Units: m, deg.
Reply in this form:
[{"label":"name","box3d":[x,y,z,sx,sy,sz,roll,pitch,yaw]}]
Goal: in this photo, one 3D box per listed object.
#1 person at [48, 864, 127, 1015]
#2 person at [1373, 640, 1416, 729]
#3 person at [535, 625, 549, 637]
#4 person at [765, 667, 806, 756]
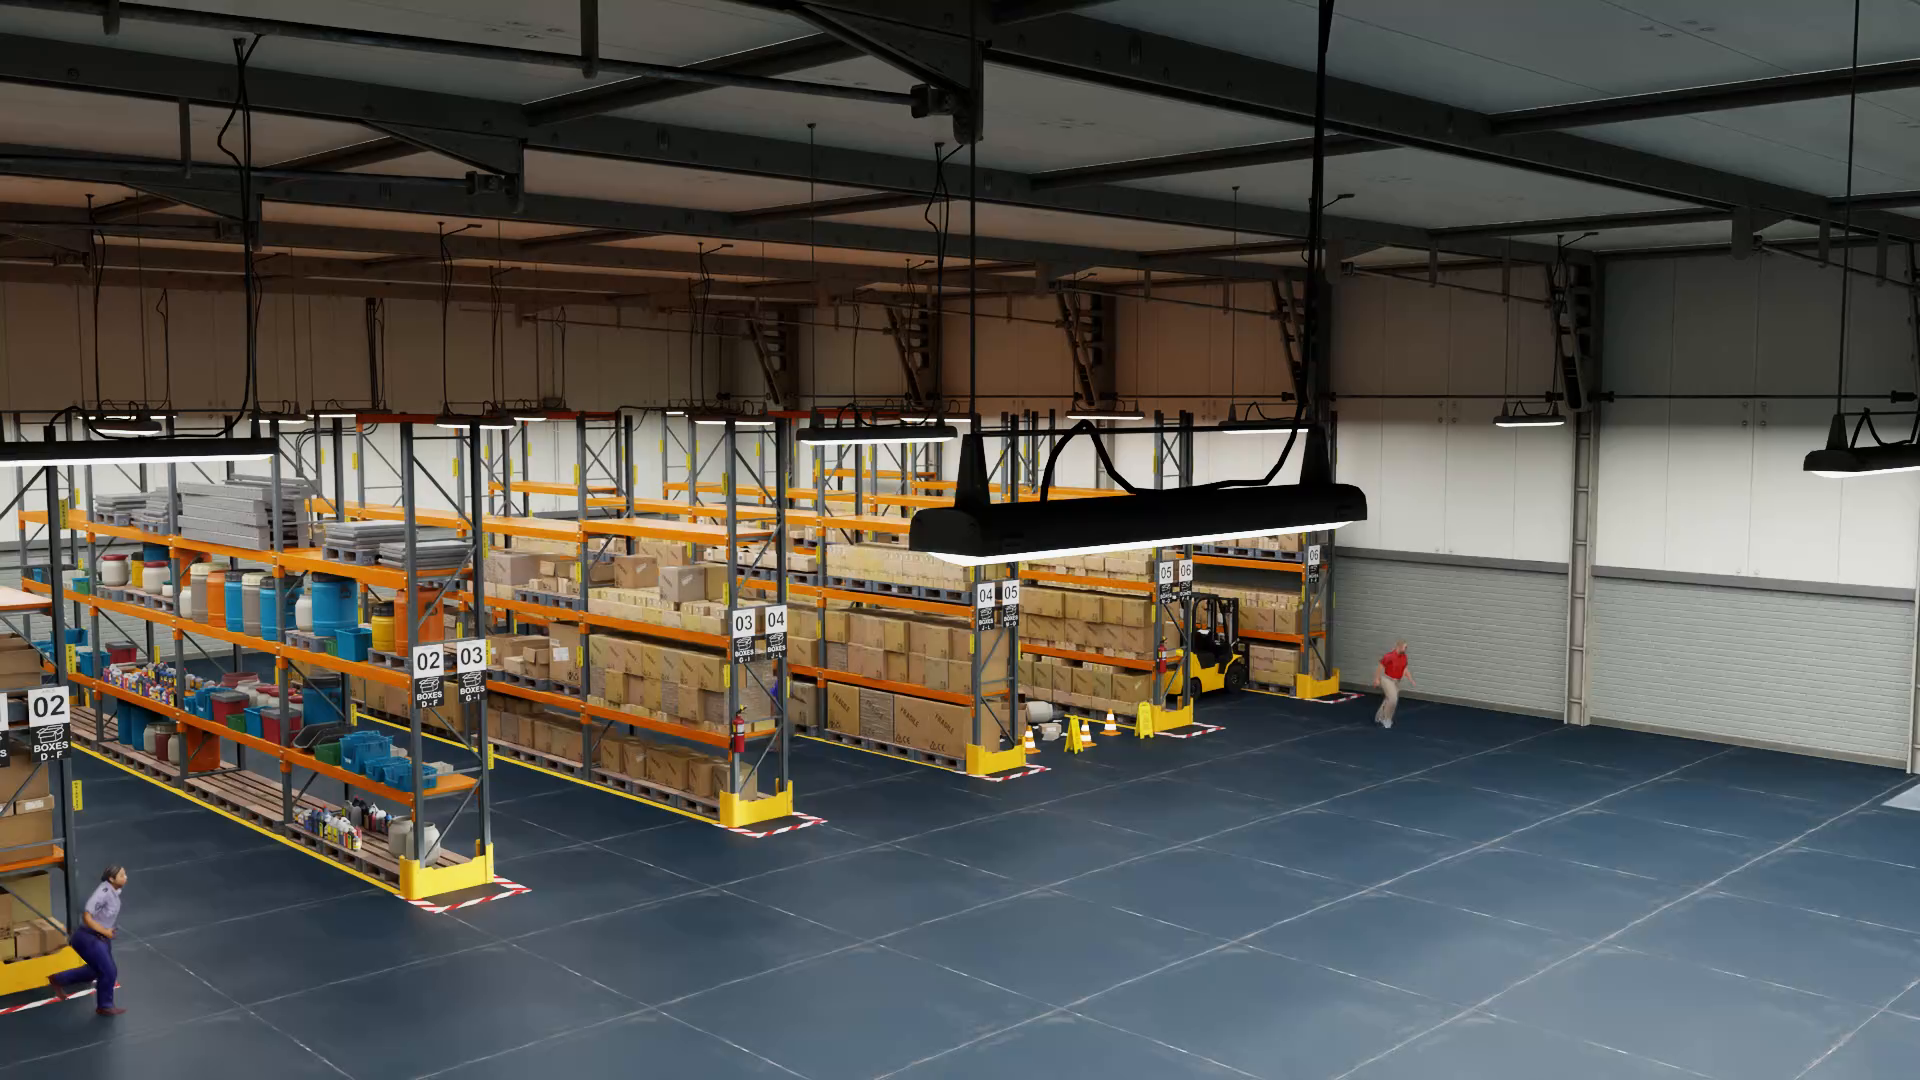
[{"label":"person","box3d":[-8.896,4.101,16.939,0.810,1.601,0.602,-1,5,-7]},{"label":"person","box3d":[8.277,2.747,31.871,0.650,1.689,0.762,-4,6,-37]},{"label":"person","box3d":[-10.378,1.924,41.333,0.634,1.644,0.748,3,6,28]},{"label":"person","box3d":[-3.095,3.023,29.366,0.775,1.619,0.598,0,5,1]}]
